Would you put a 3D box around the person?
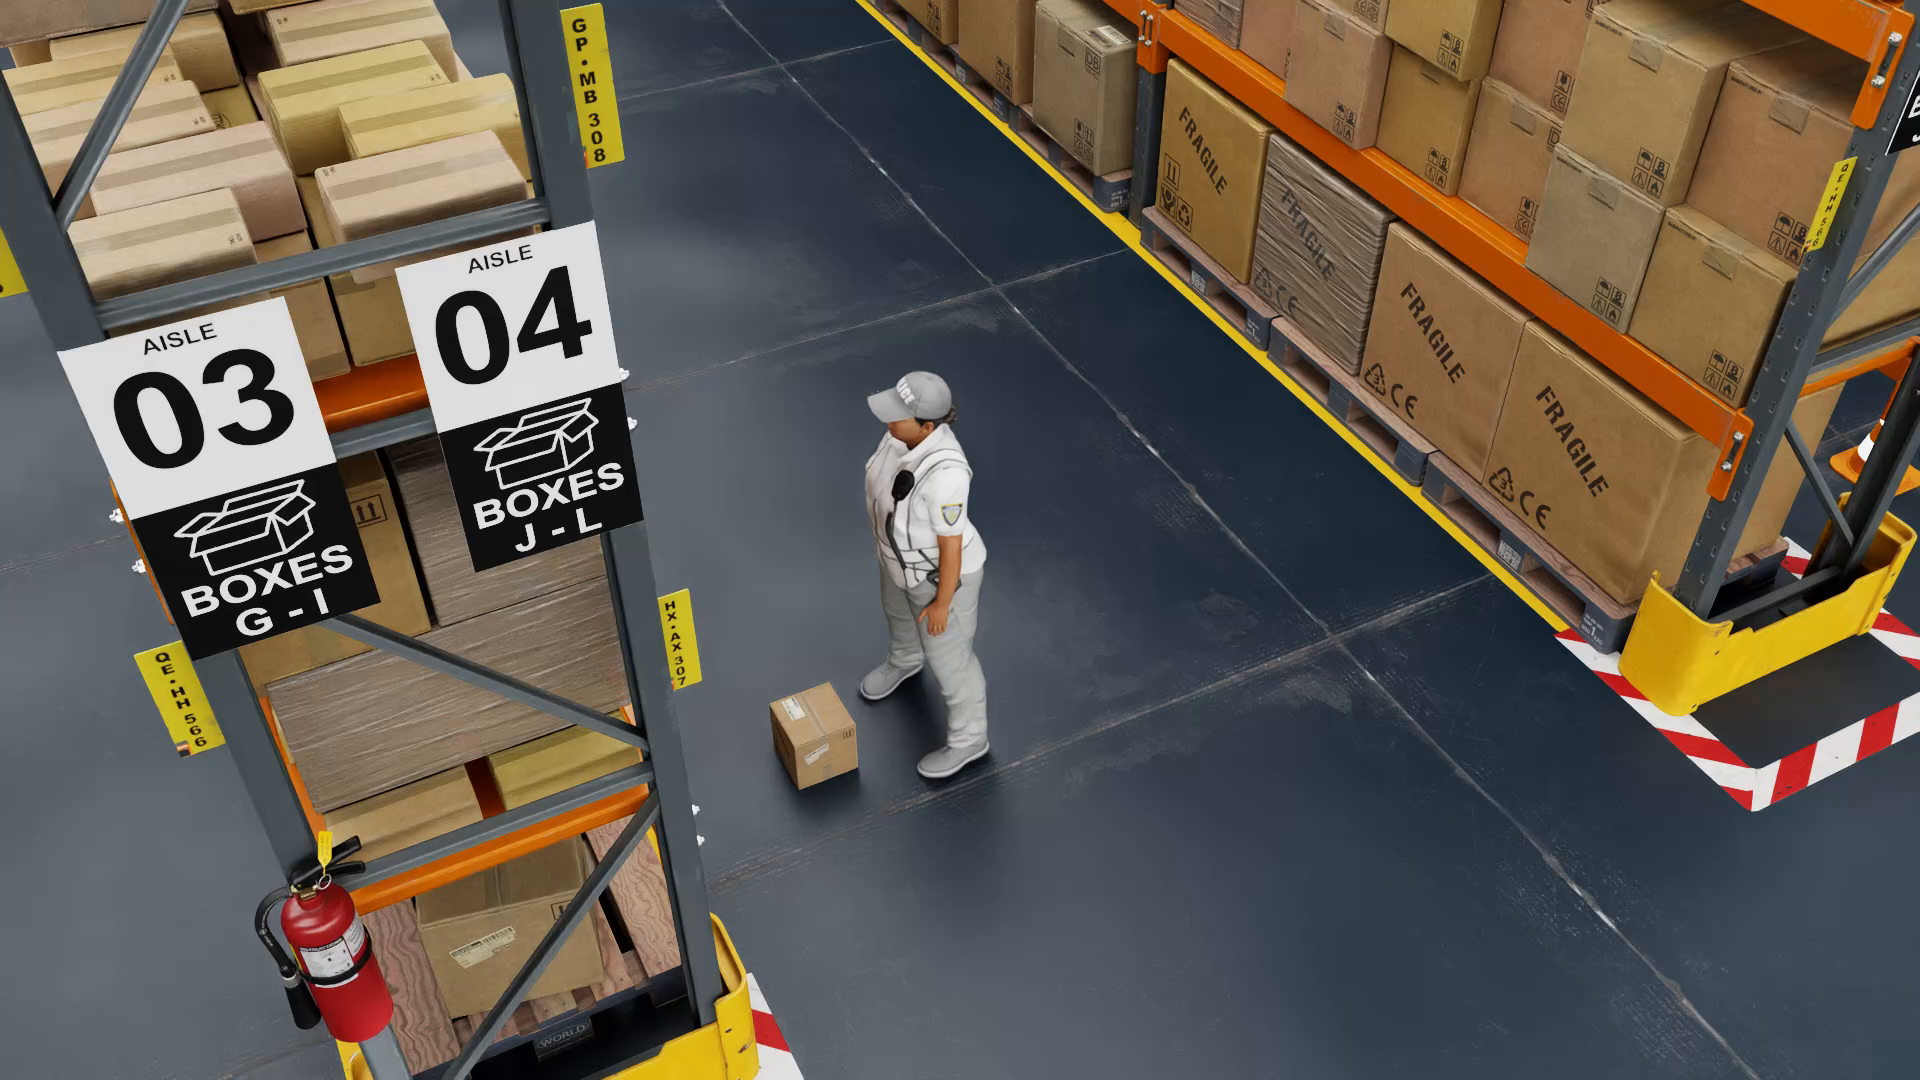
[{"bbox_3d":[-0.129,0.085,6.055,0.404,1.670,0.646,-18,44,-19],"label":"person"}]
